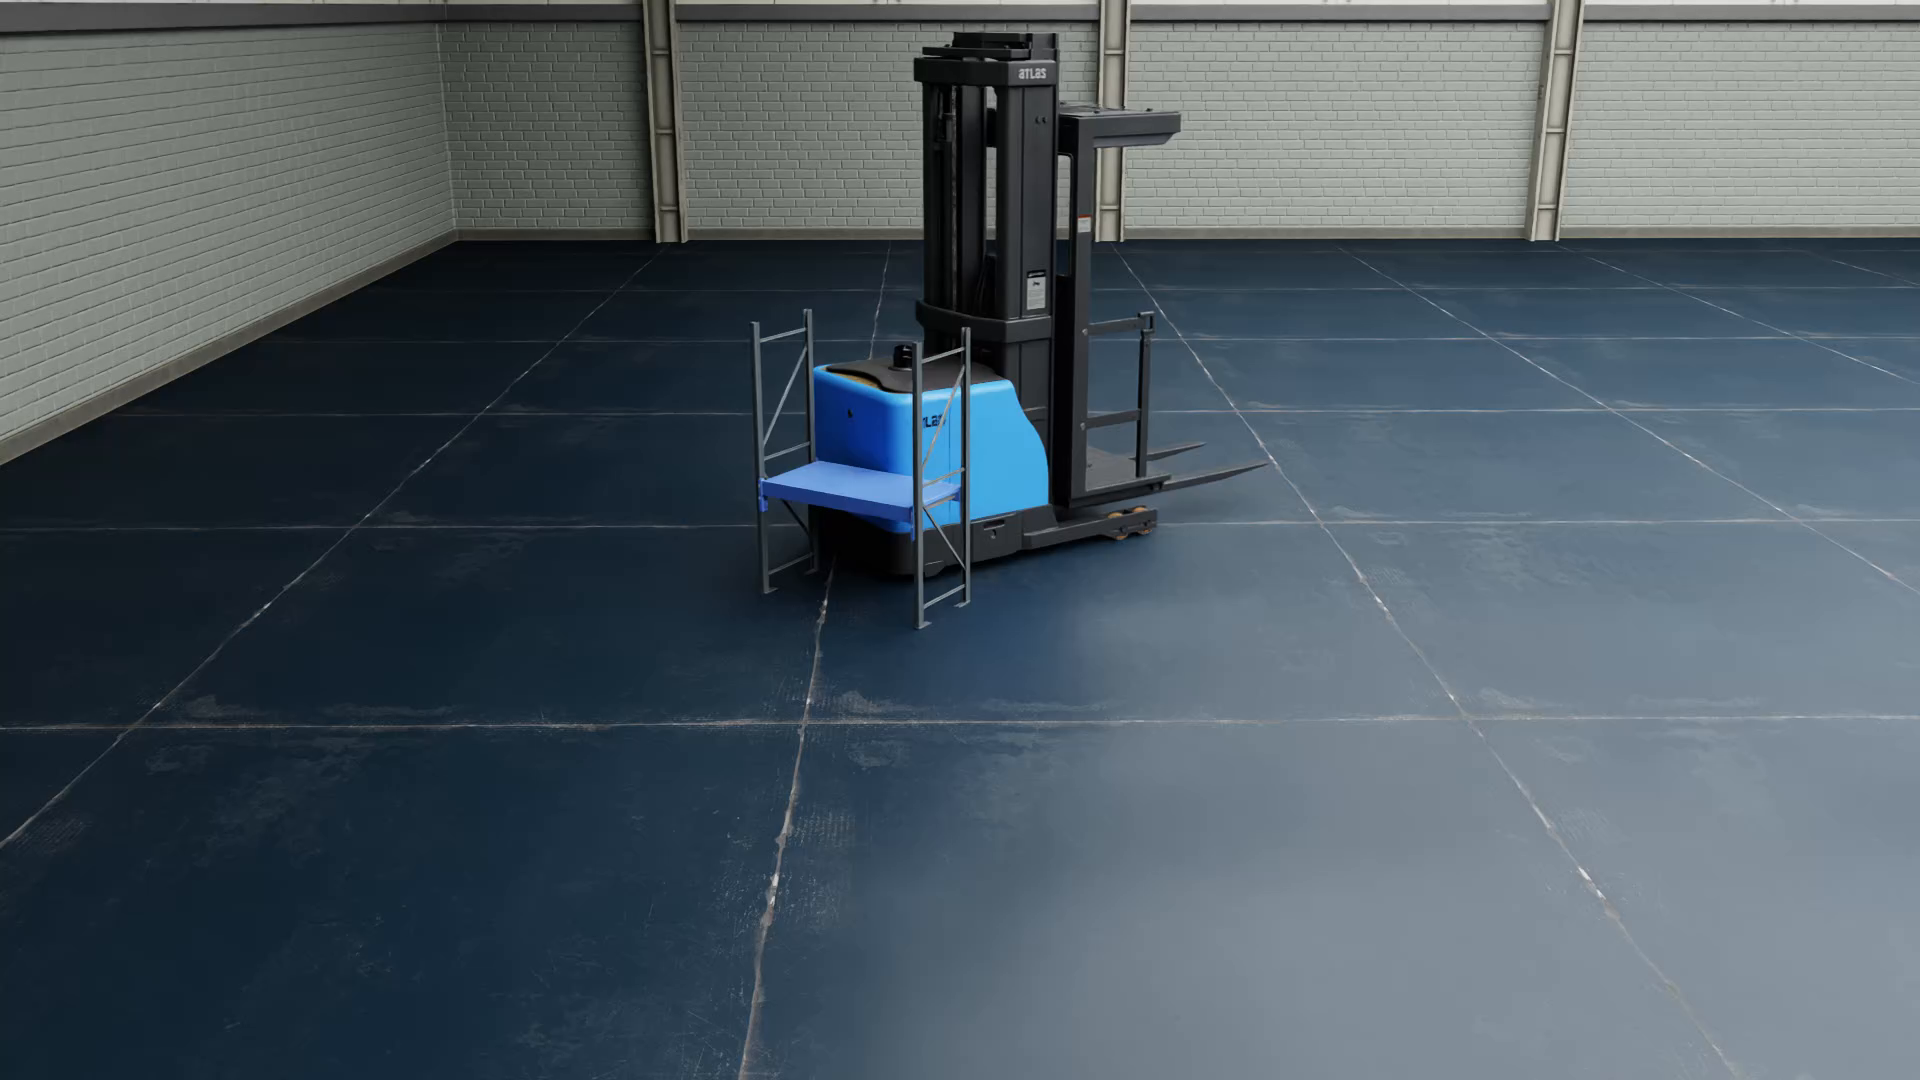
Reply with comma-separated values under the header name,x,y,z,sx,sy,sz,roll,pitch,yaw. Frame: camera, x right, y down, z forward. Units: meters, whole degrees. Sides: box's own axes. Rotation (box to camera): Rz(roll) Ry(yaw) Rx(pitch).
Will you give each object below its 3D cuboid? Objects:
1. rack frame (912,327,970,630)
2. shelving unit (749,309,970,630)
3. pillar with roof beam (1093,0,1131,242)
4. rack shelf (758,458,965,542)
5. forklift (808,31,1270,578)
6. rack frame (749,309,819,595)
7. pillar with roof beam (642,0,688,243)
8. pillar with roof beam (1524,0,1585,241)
name,x,y,z,sx,sy,sz,roll,pitch,yaw
rack frame,-0.092,-0.315,8.576,0.032,1.500,0.500,11,21,30
shelving unit,-0.522,-0.398,8.833,1.048,1.500,0.538,11,21,30
pillar with roof beam,2.113,-7.103,17.458,0.400,9.000,9.100,0,18,-1
rack shelf,-0.522,-0.227,8.888,1.000,0.185,0.538,11,21,30
forklift,0.597,-1.515,9.971,3.031,2.935,1.130,-12,21,-33
rack frame,-0.953,-0.481,9.090,0.032,1.500,0.500,11,21,30
pillar with roof beam,-3.887,-7.074,17.368,0.400,9.000,9.100,0,18,-1
pillar with roof beam,8.112,-7.132,17.548,0.400,9.000,9.100,0,18,-1
